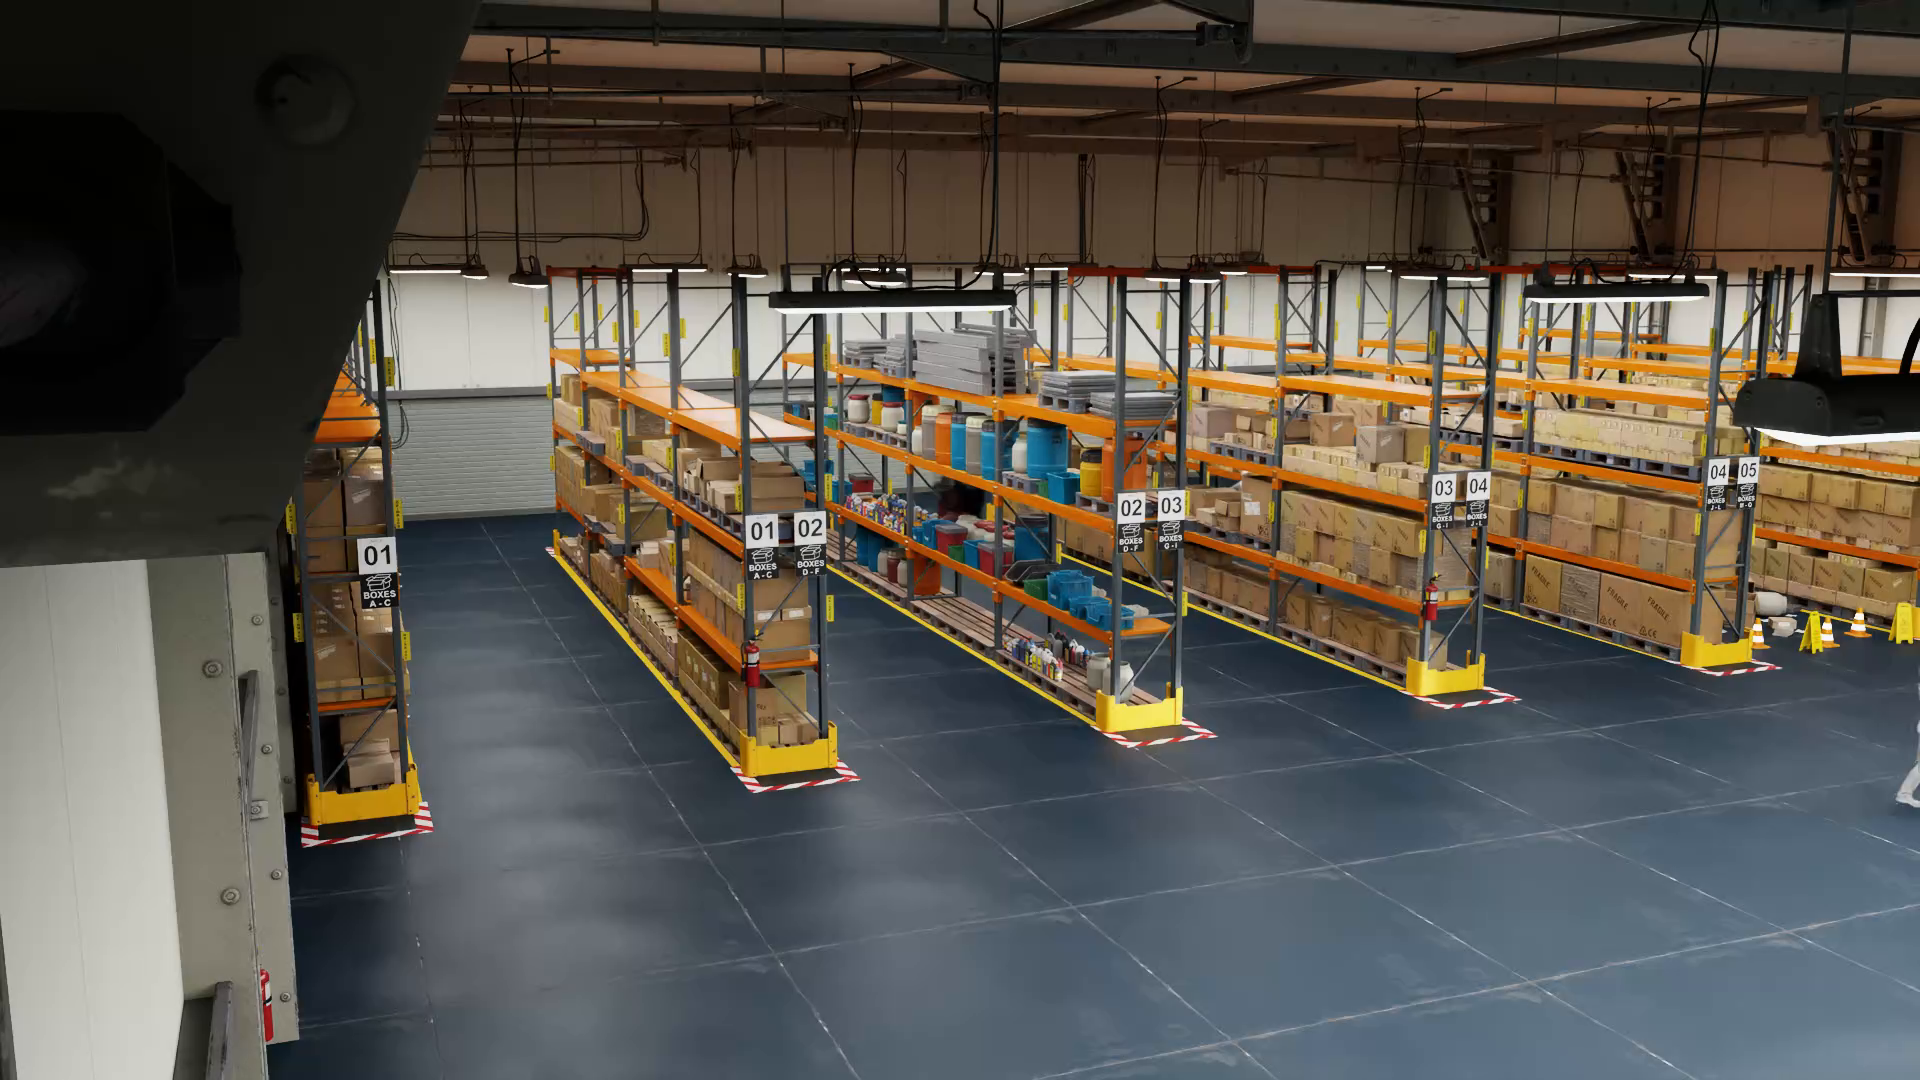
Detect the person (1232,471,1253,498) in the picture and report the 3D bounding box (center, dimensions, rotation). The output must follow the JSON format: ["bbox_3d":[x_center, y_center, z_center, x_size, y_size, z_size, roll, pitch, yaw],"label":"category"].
[{"bbox_3d":[6.094,-0.638,35.141,0.651,1.742,0.640,-4,11,-23],"label":"person"}]

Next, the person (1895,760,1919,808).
[{"bbox_3d":[11.036,2.241,18.721,0.777,1.829,0.672,0,10,-1],"label":"person"}]

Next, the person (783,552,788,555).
[{"bbox_3d":[-3.240,0.127,29.556,0.517,1.656,0.671,-6,11,-30],"label":"person"}]
